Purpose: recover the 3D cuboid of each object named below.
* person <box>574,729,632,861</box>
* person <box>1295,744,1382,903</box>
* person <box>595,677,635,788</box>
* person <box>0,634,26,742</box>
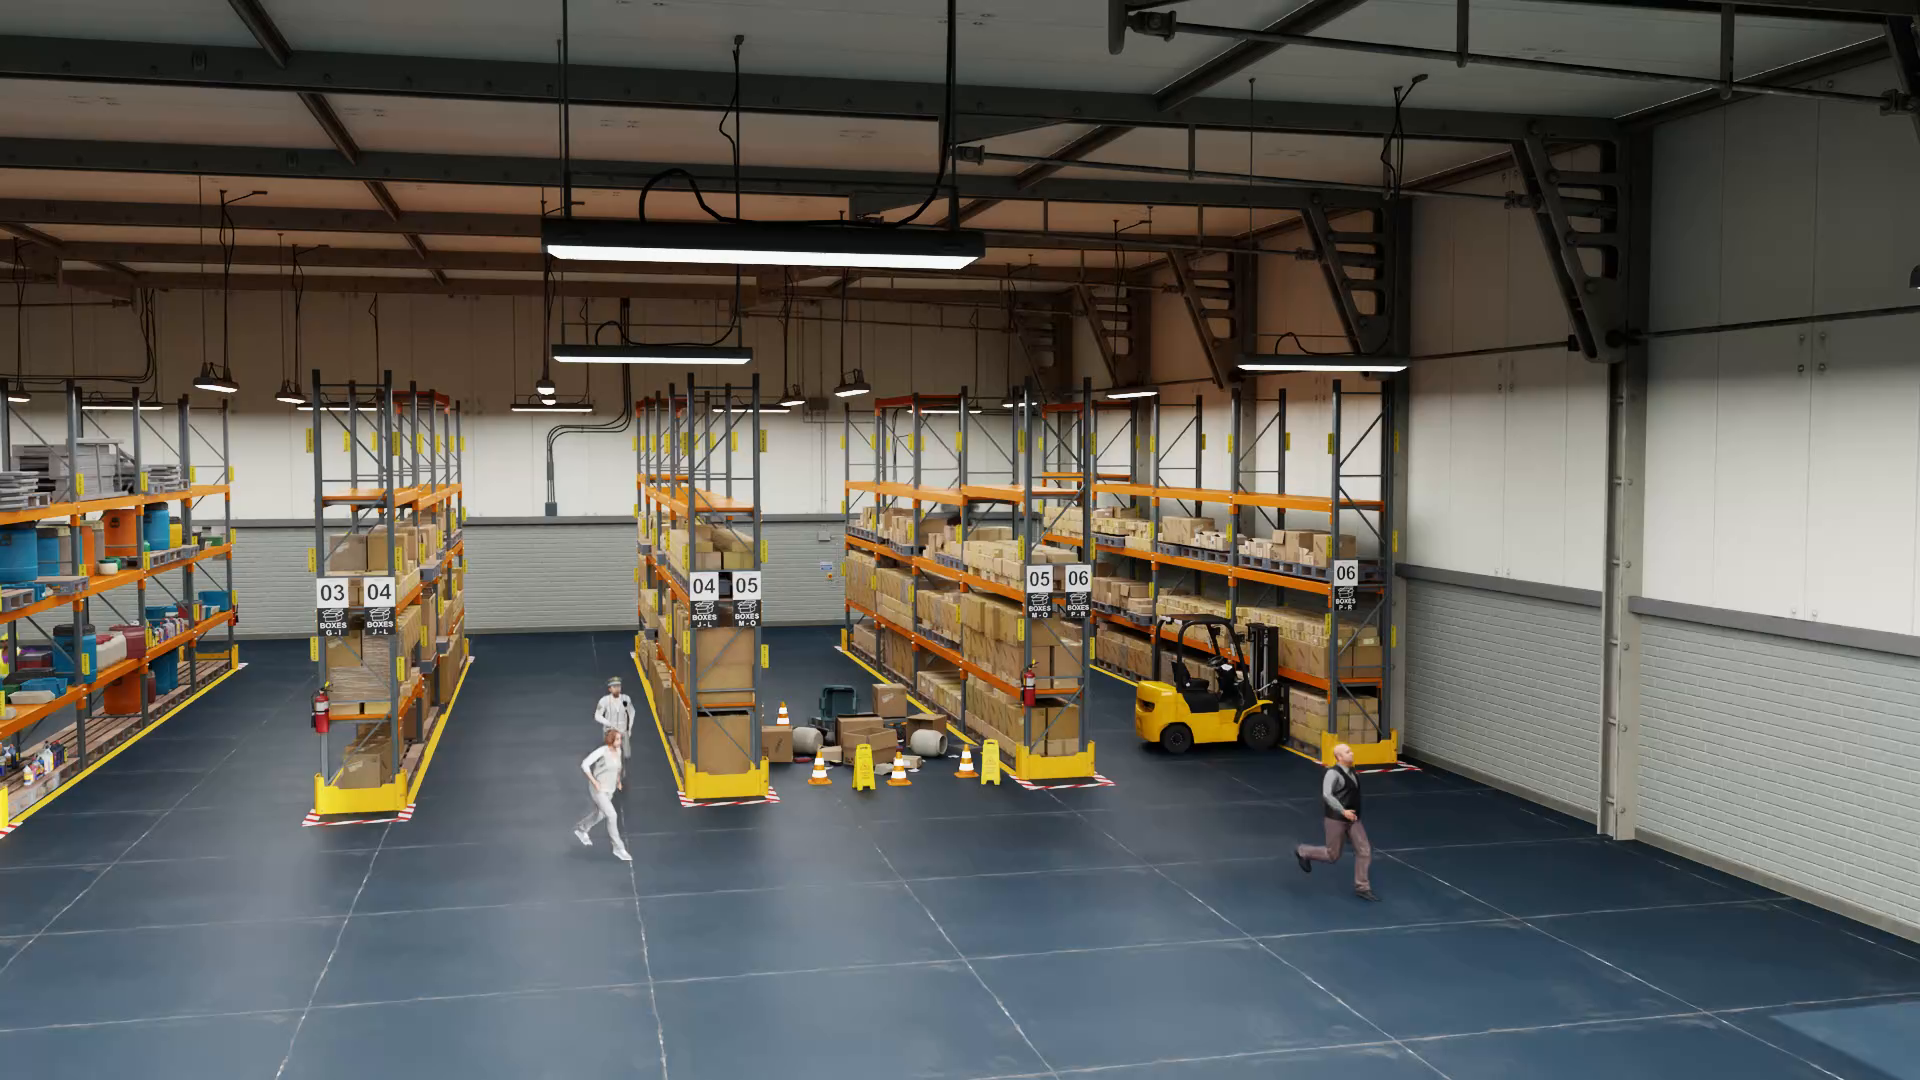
[{"bbox_3d":[-4.354,3.052,20.144,0.931,1.569,0.556,2,4,32],"label":"person"},{"bbox_3d":[4.212,3.112,18.458,0.640,1.712,1.022,-3,5,-44],"label":"person"},{"bbox_3d":[-4.979,2.794,24.118,0.608,1.632,0.561,-1,4,-22],"label":"person"},{"bbox_3d":[-16.297,2.487,28.453,0.663,1.771,1.146,-1,3,-9],"label":"person"}]
